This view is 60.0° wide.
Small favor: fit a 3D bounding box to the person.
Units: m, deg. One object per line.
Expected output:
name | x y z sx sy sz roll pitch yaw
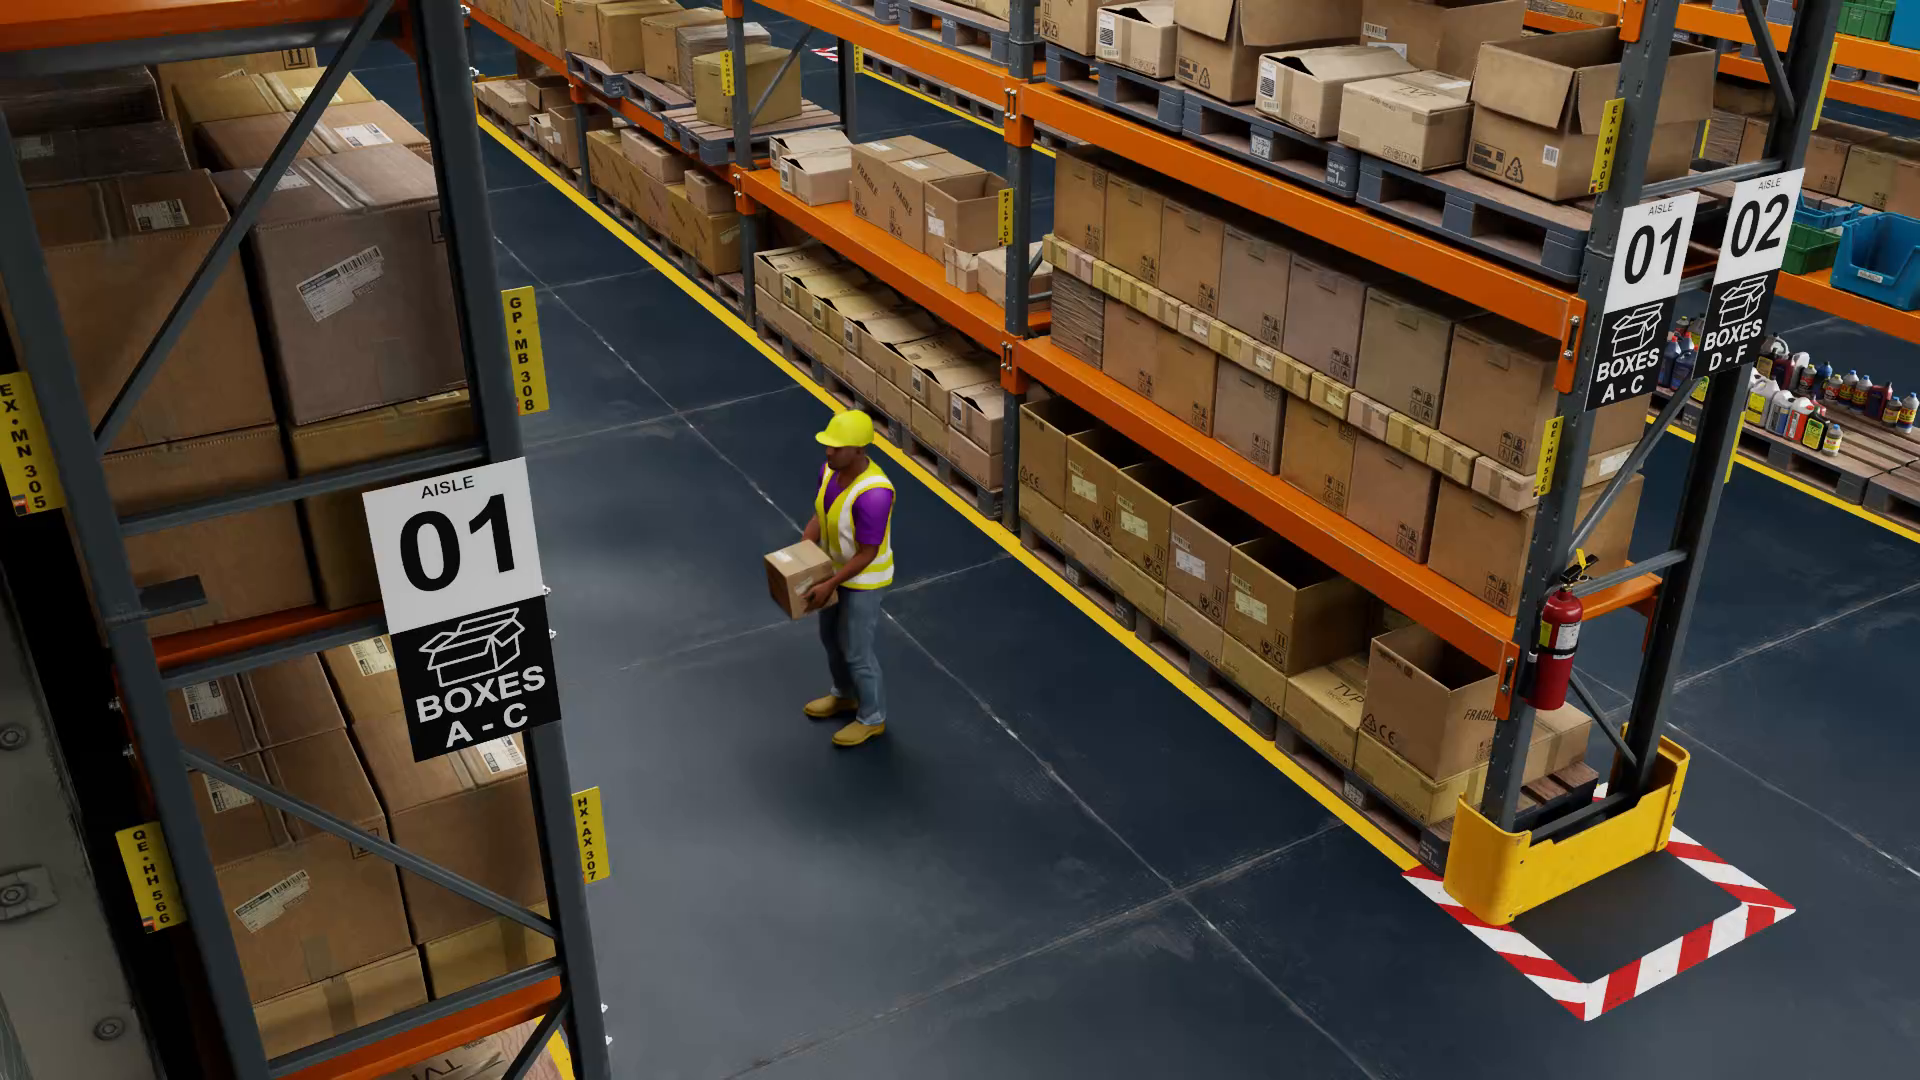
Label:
person | -0.601 0.192 8.188 0.532 1.769 0.547 -16 33 -27
